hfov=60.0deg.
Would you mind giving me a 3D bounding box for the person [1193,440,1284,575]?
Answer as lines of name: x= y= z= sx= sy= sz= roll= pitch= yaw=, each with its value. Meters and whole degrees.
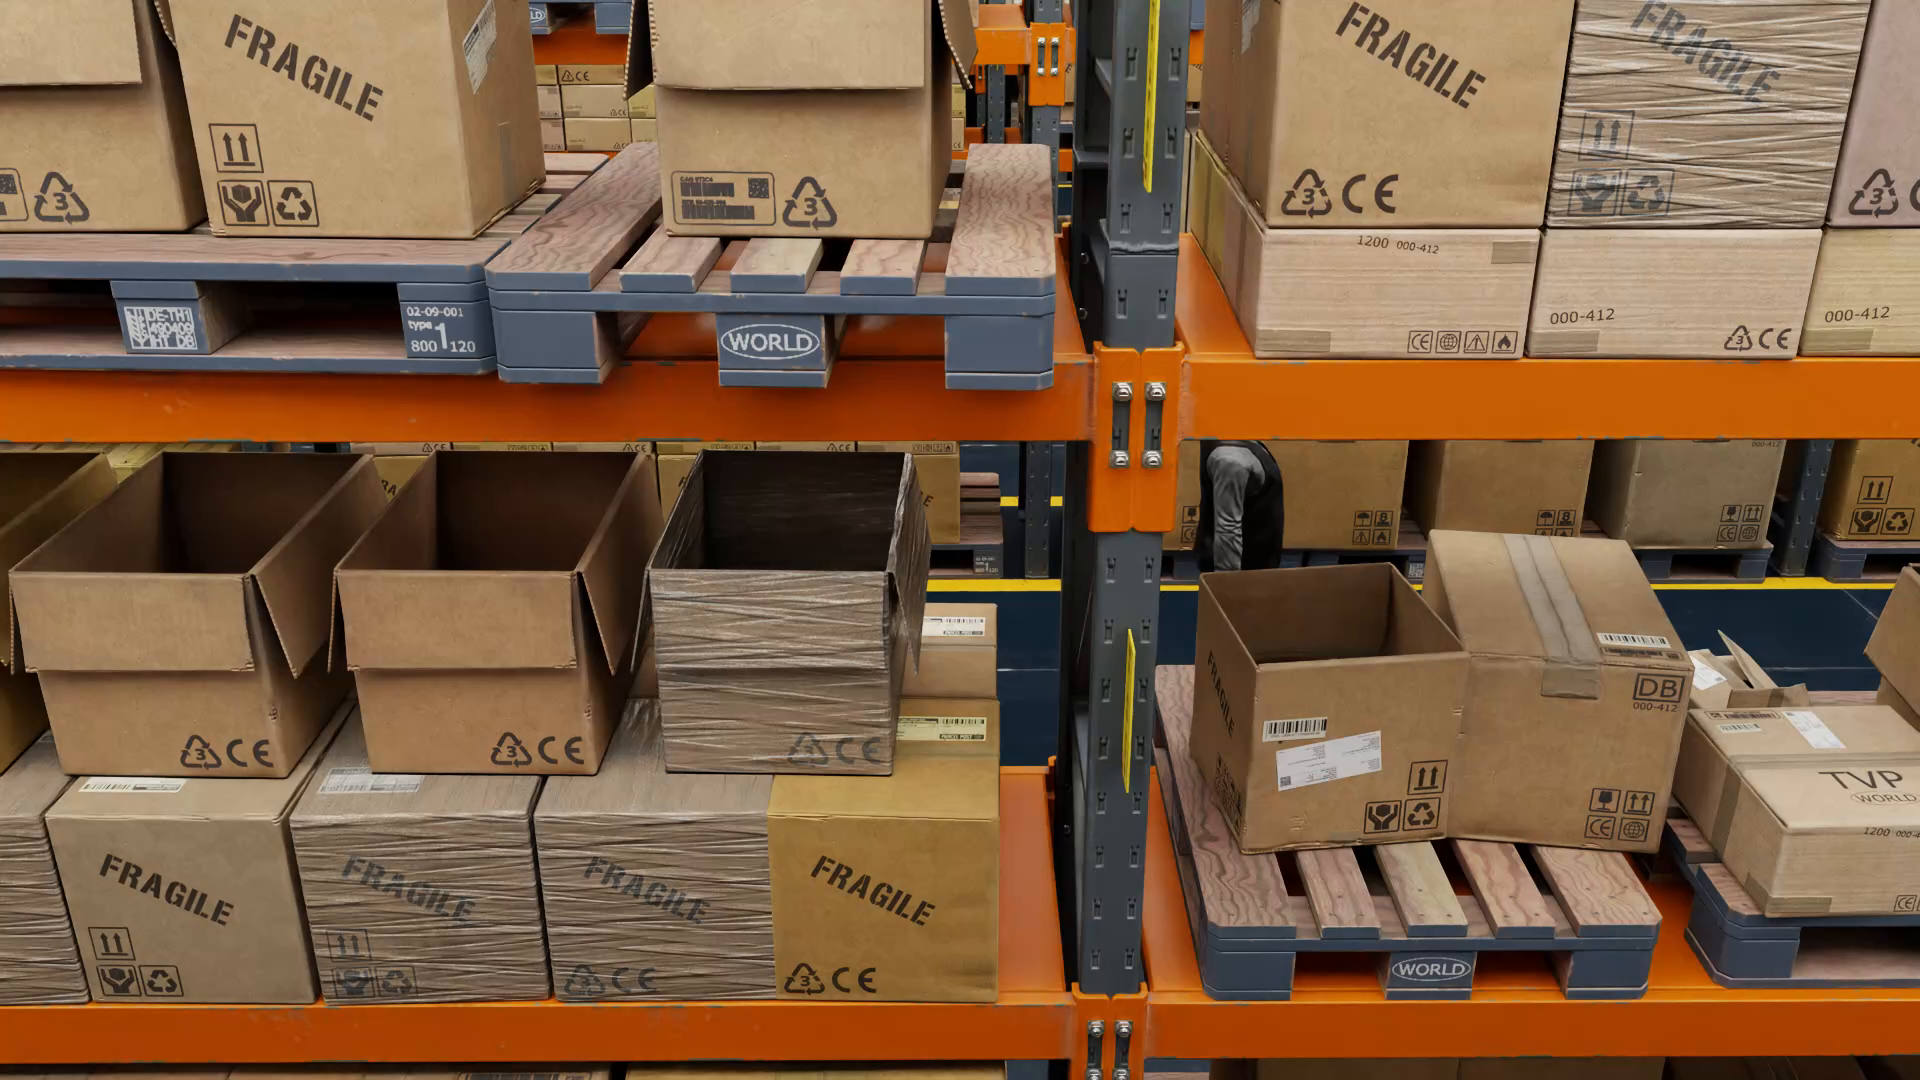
person: x=1.199 y=0.142 z=6.807 sx=0.491 sy=1.751 sz=0.573 roll=2 pitch=24 yaw=4
